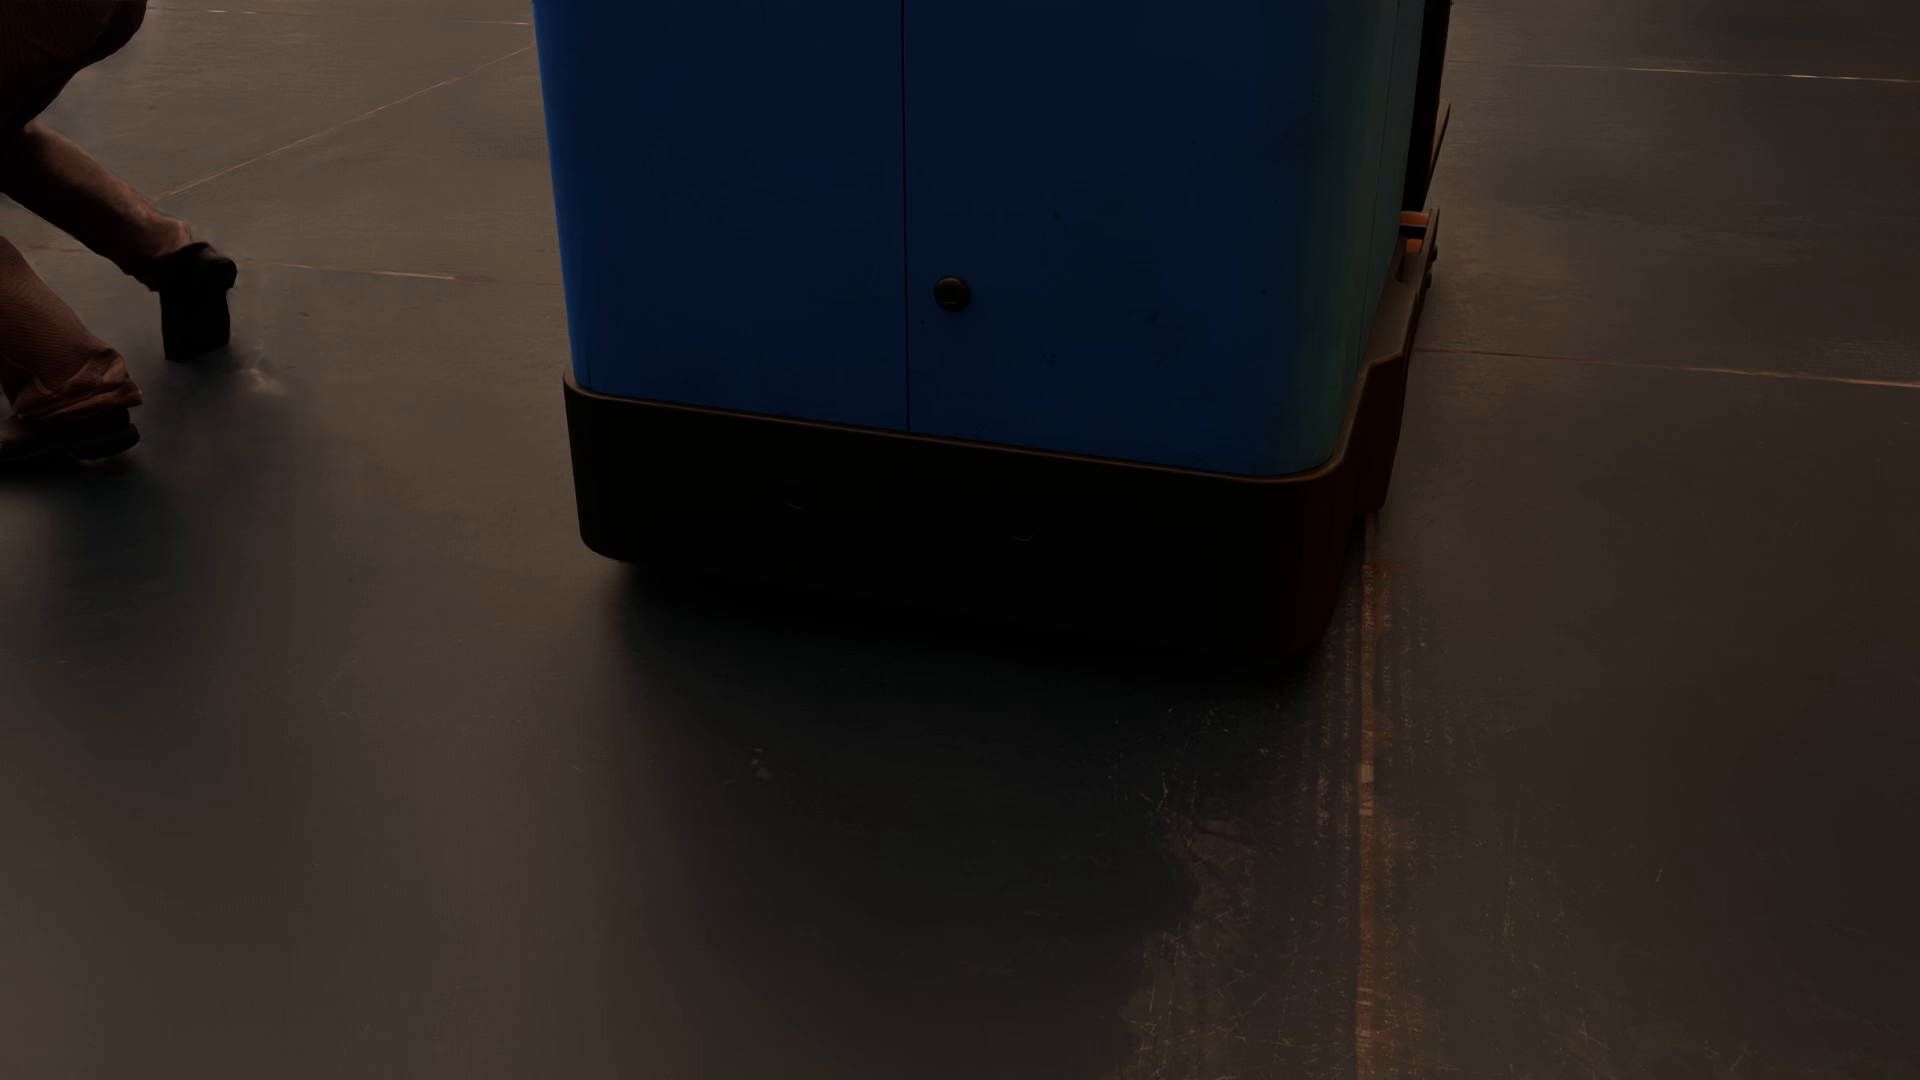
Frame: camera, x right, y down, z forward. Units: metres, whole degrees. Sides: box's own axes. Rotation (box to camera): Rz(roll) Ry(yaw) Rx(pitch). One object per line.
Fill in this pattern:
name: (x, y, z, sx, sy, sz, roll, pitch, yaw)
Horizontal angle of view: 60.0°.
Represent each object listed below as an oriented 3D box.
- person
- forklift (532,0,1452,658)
person: (-1.563, -0.925, 2.692, 0.502, 1.607, 0.967, -3, 27, -6)
forklift: (0.395, -1.807, 2.829, 1.130, 2.935, 3.031, 8, 28, 16)
